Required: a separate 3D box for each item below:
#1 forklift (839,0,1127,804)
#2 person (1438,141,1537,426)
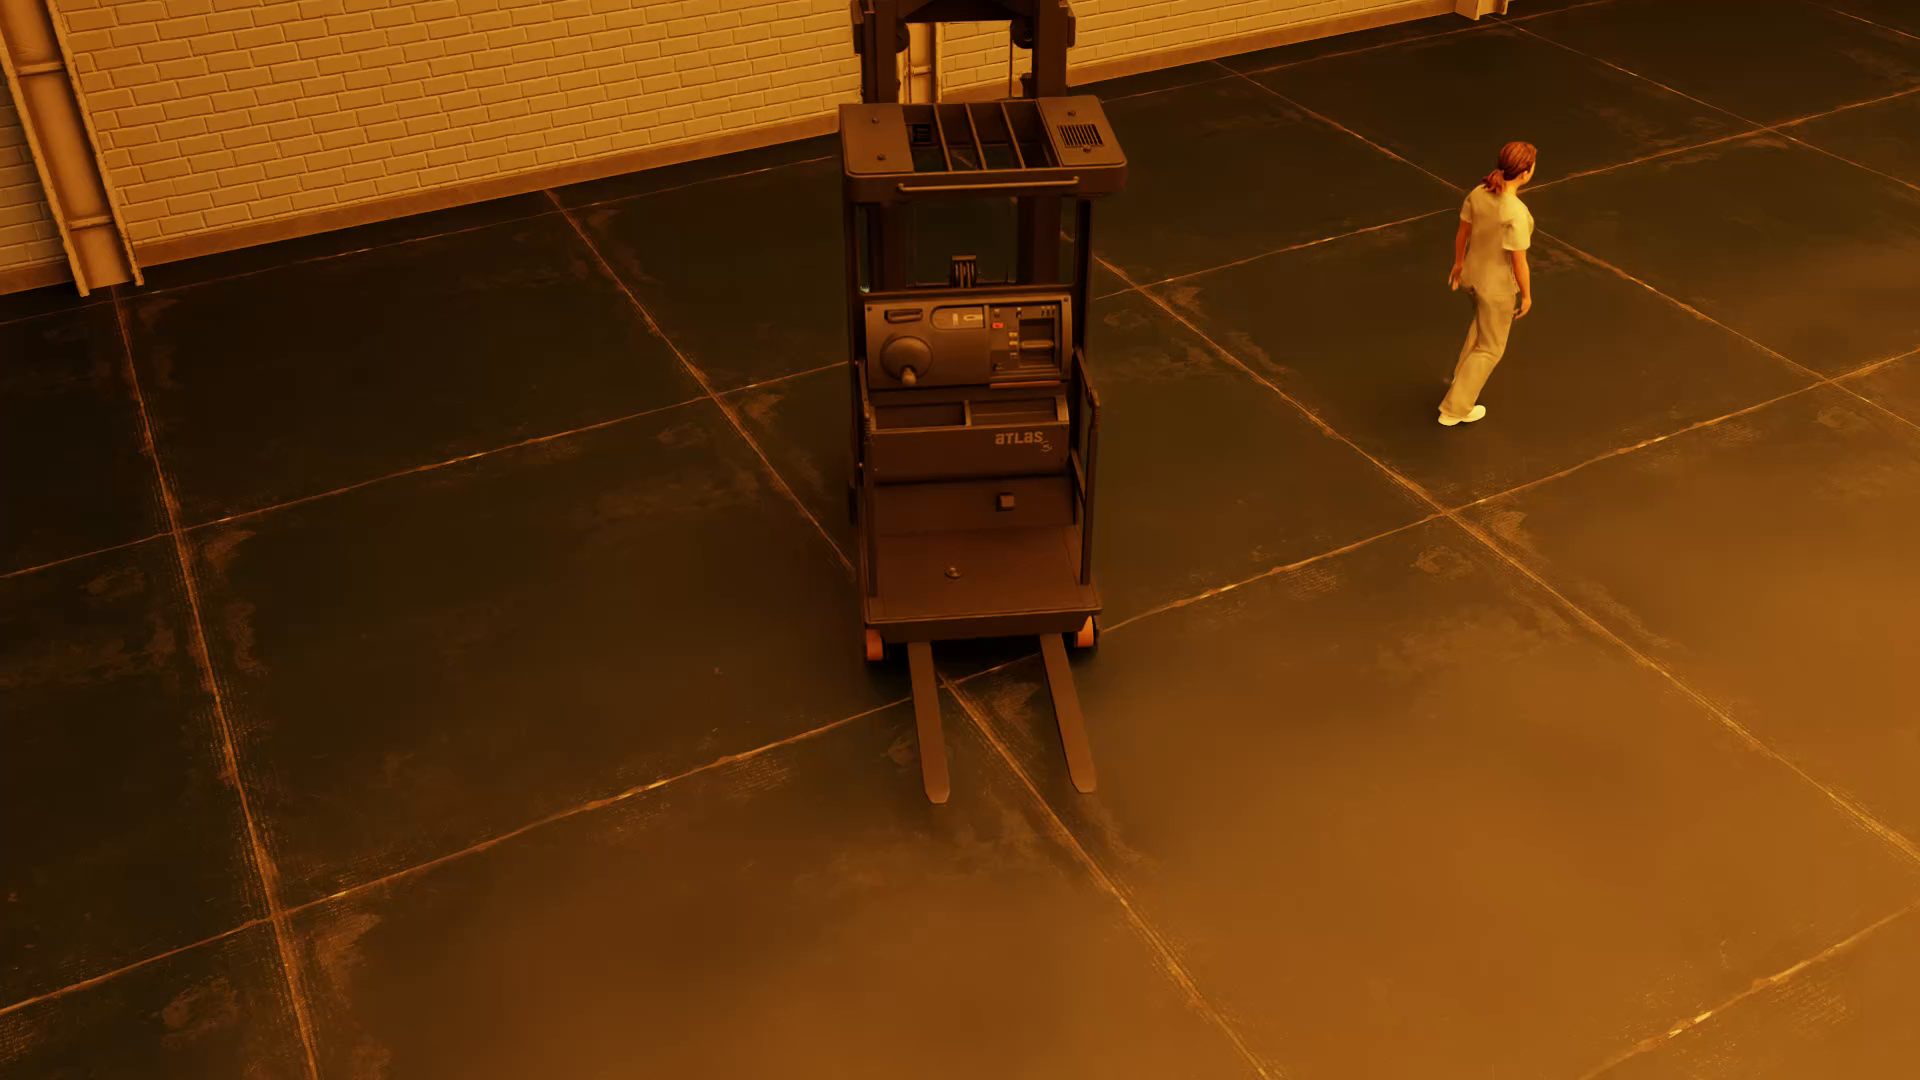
[{"bbox_3d":[0.064,-0.832,7.300,1.130,2.935,3.031,-3,35,-5],"label":"forklift"},{"bbox_3d":[2.972,-1.406,9.272,0.497,1.710,0.538,-13,37,-18],"label":"person"}]
